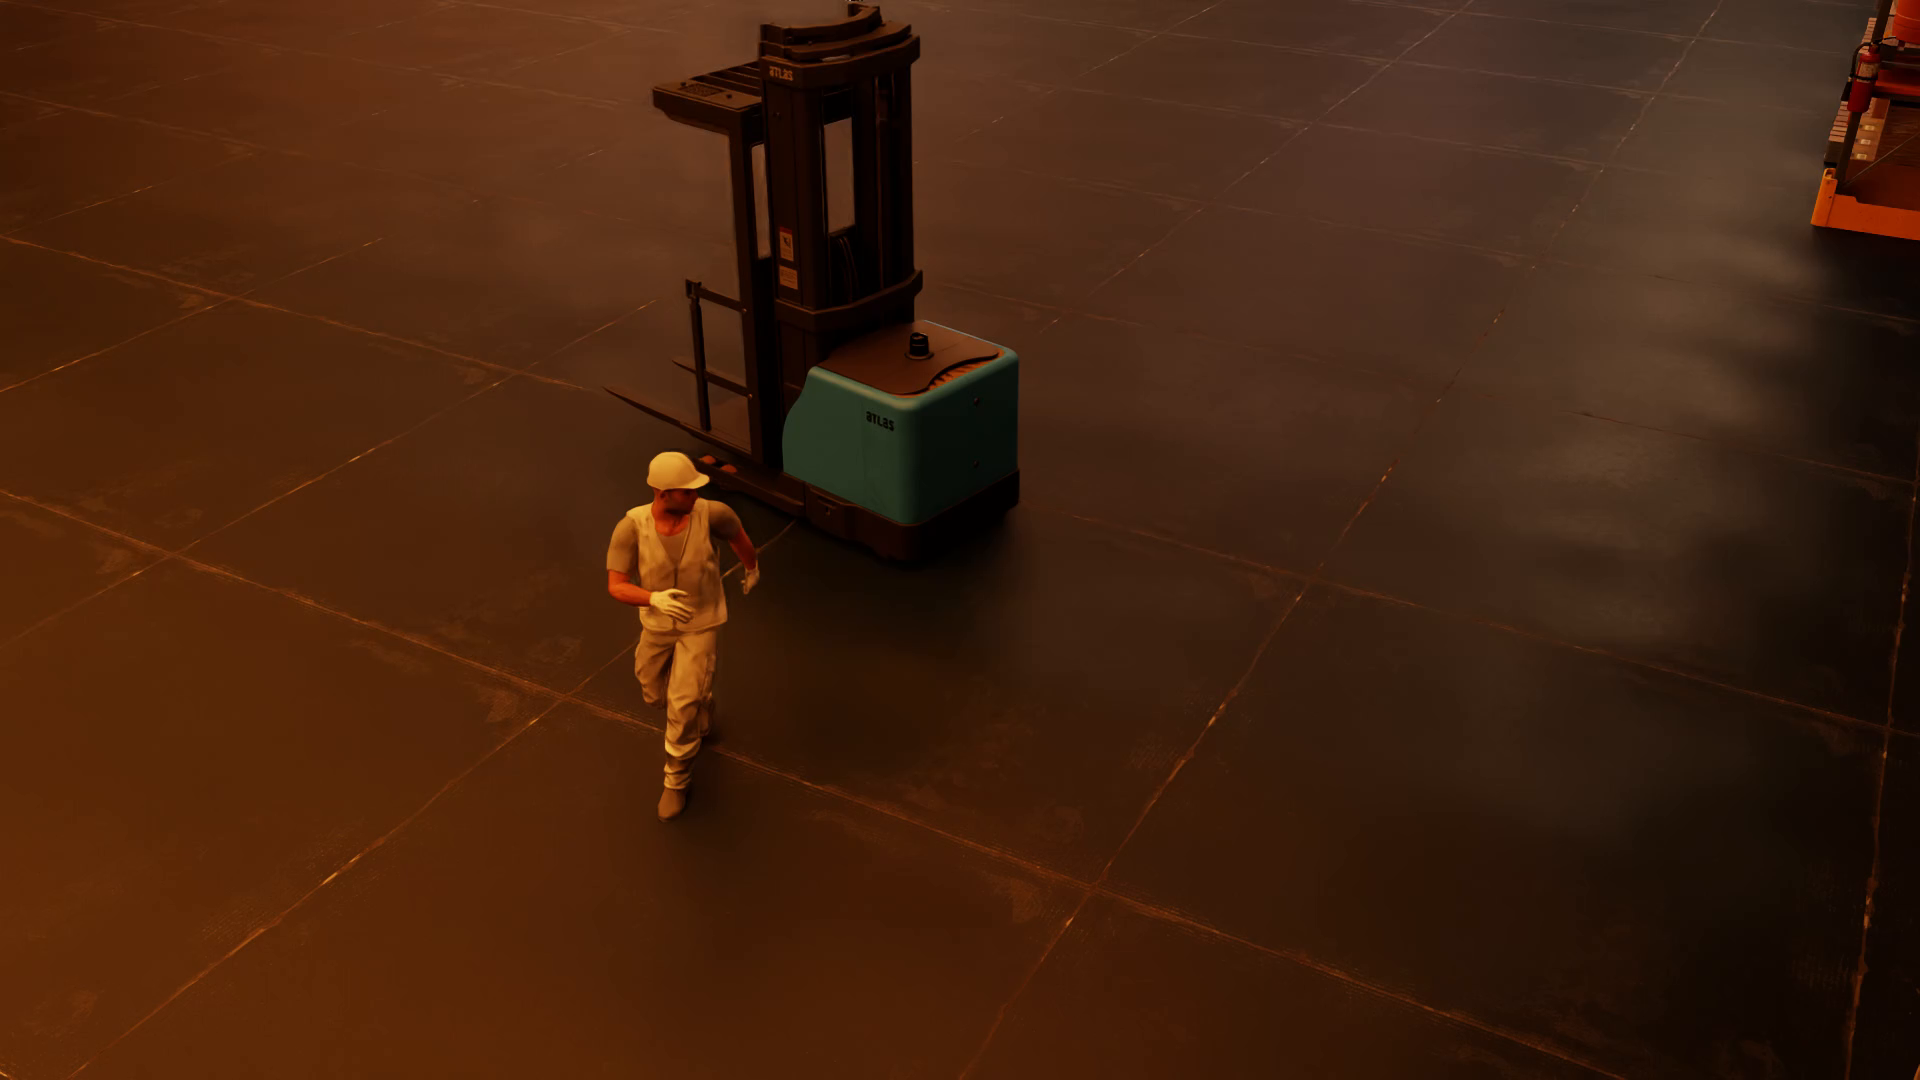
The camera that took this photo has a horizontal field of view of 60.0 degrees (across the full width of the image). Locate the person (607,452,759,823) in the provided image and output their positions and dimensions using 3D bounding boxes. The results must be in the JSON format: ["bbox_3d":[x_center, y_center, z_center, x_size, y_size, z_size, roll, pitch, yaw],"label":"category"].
[{"bbox_3d":[-1.290,0.364,7.711,0.569,1.700,0.937,4,30,6],"label":"person"}]

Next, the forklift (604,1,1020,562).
[{"bbox_3d":[-1.078,-1.754,10.109,3.031,2.935,1.130,23,37,35],"label":"forklift"}]
